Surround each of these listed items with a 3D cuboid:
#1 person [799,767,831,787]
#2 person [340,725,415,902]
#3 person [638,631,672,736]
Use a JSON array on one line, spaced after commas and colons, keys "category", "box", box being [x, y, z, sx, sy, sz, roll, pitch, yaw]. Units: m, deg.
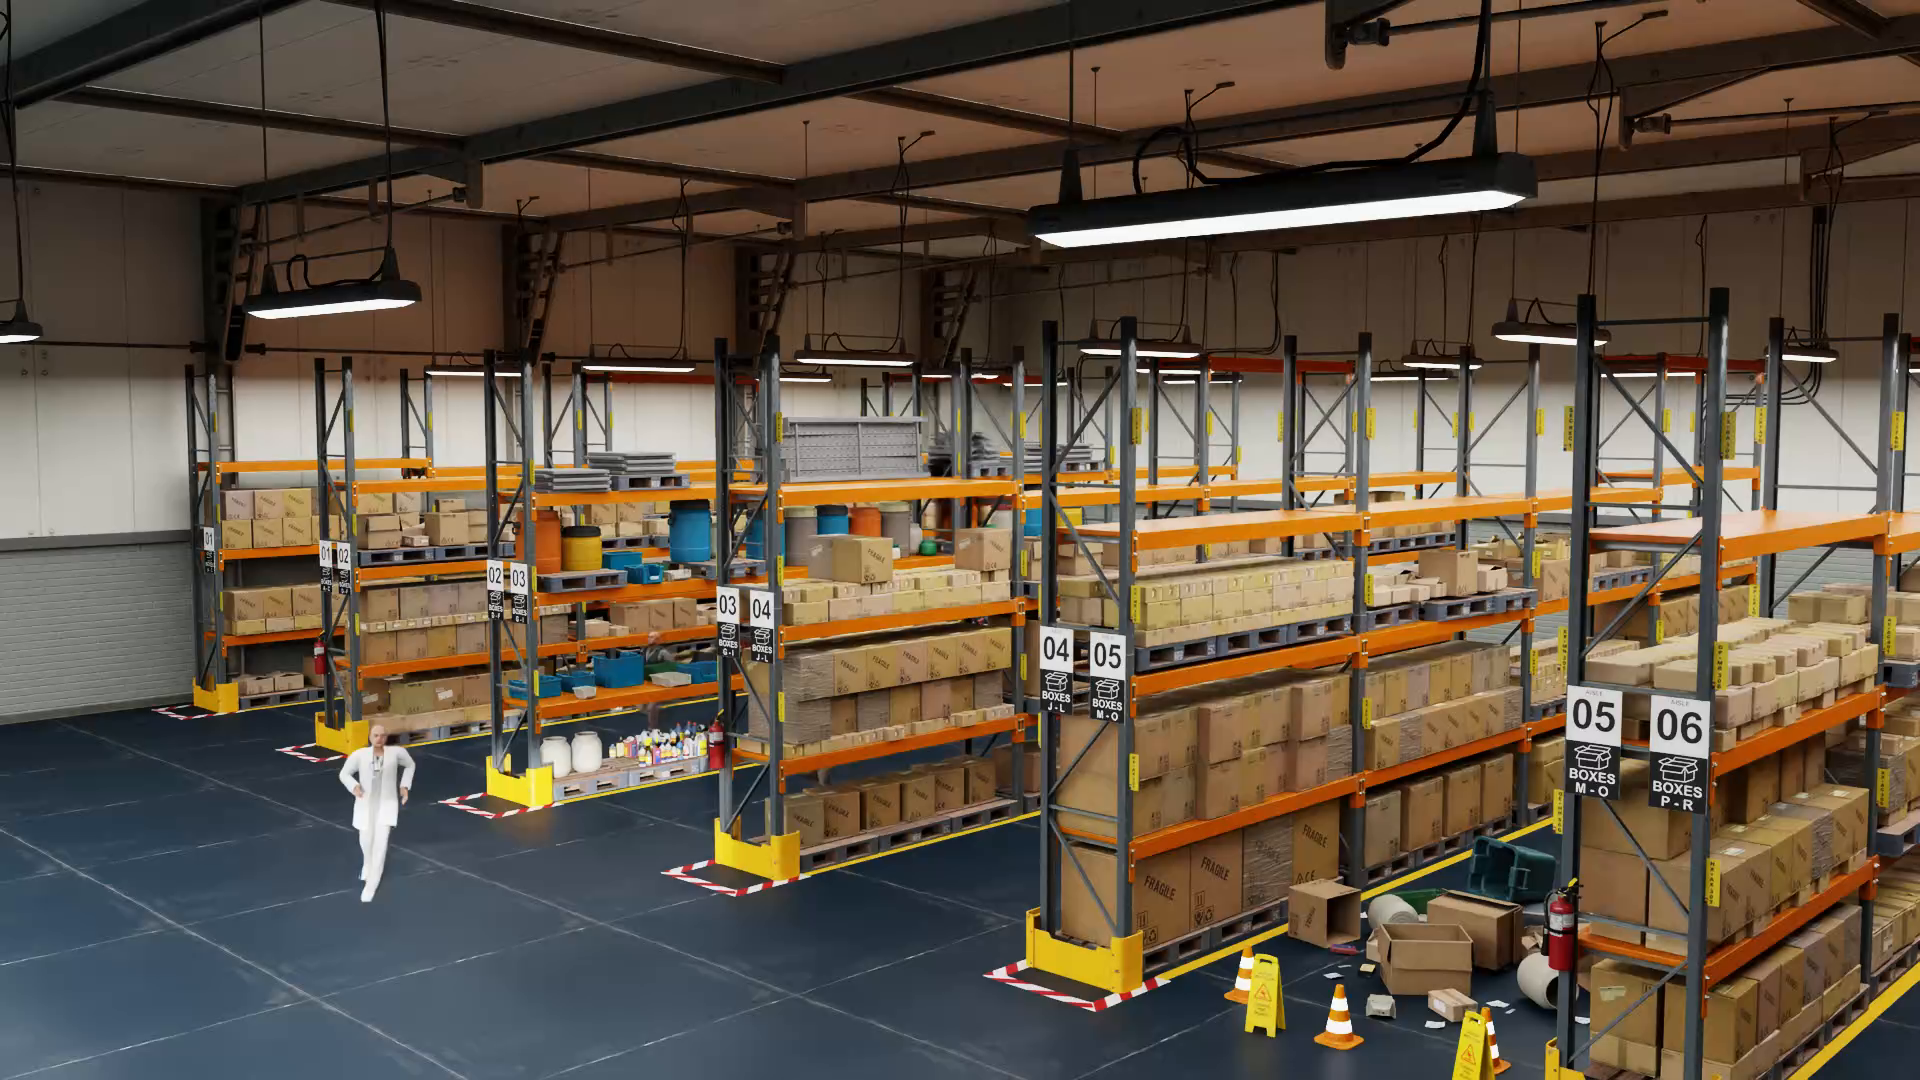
[{"category": "person", "box": [-1.976, 2.721, 21.838, 0.695, 1.550, 0.886, 2, 5, 19]}, {"category": "person", "box": [-6.311, 2.899, 18.003, 0.750, 1.809, 1.004, -1, 4, -10]}, {"category": "person", "box": [-4.896, 2.296, 26.621, 0.659, 1.677, 0.589, 2, 5, 26]}]
